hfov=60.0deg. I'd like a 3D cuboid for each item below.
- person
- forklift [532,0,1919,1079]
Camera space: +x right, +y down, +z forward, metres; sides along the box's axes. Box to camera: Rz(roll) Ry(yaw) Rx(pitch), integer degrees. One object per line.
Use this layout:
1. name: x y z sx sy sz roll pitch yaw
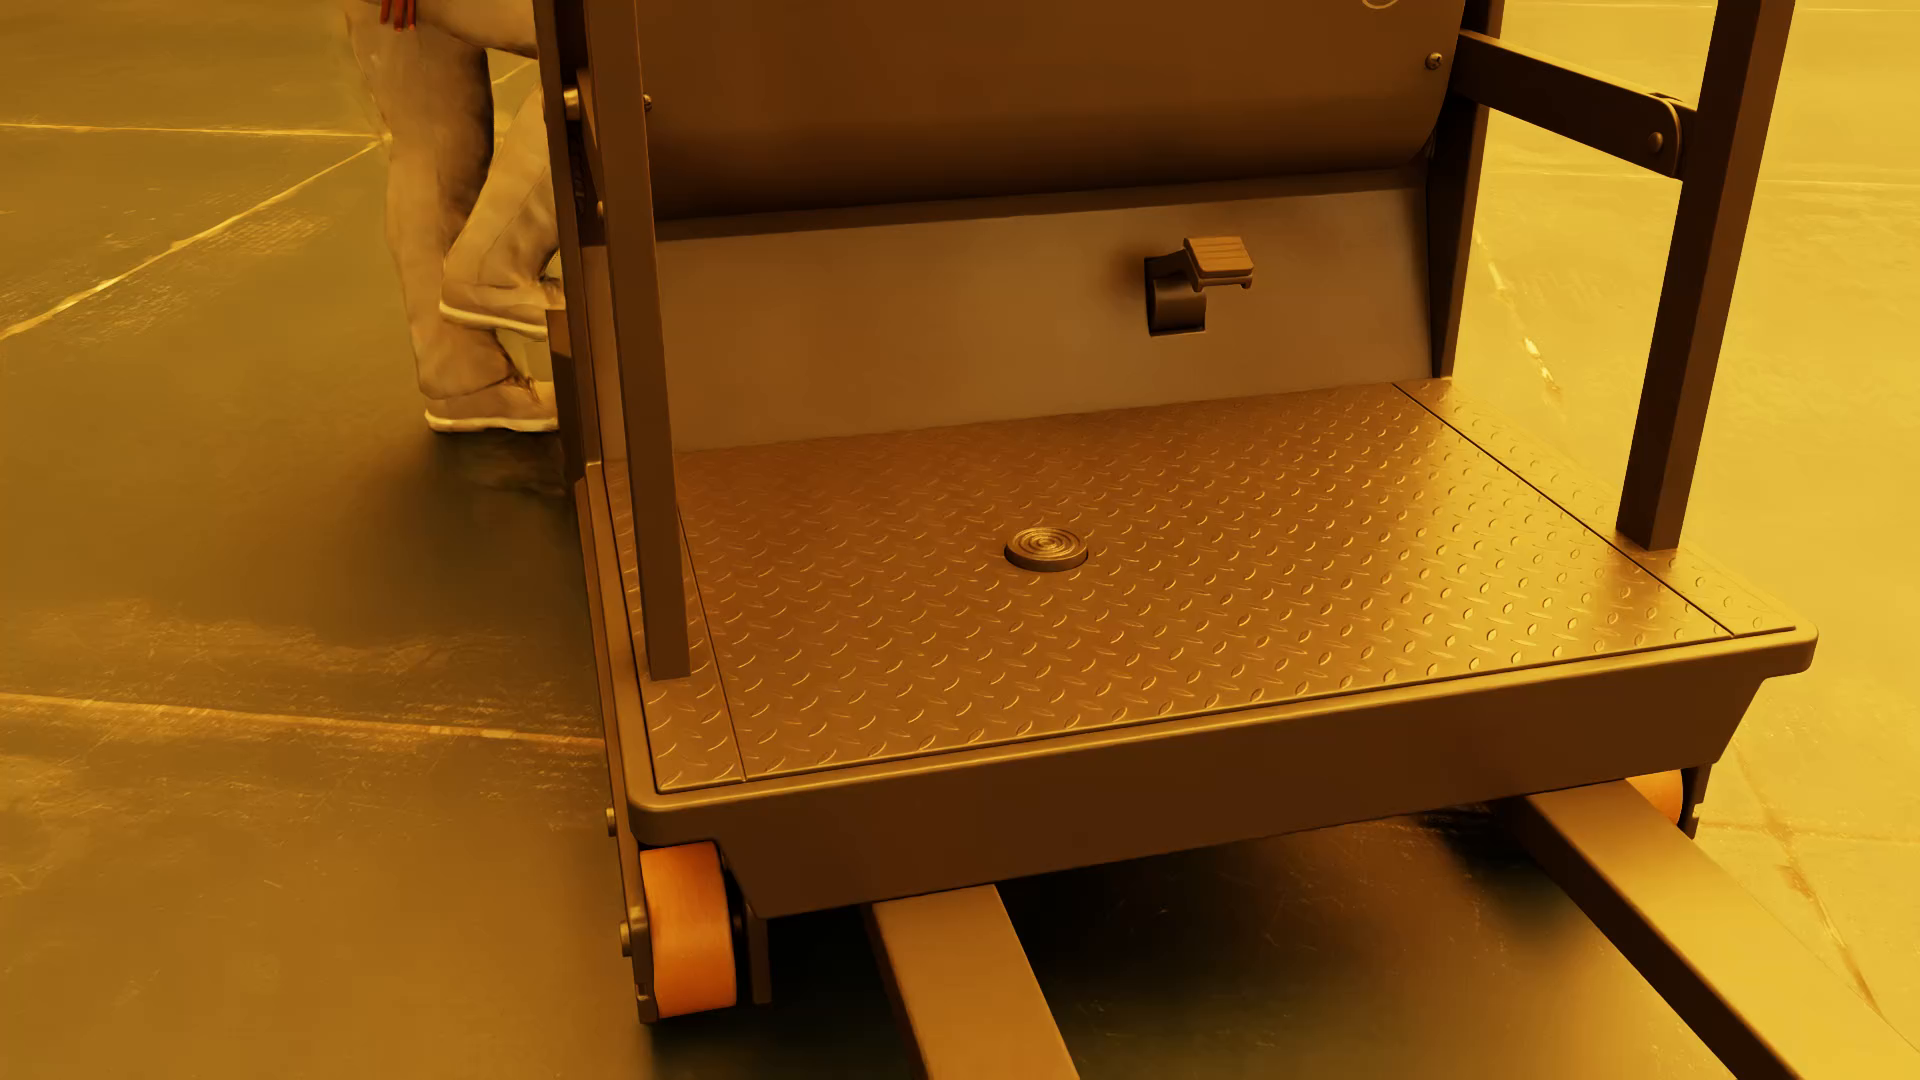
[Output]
1. person: -0.741 -0.936 2.483 0.587 1.686 0.566 -3 27 -6
2. forklift: 0.153 -1.049 1.319 1.130 2.935 3.031 -7 27 -13
